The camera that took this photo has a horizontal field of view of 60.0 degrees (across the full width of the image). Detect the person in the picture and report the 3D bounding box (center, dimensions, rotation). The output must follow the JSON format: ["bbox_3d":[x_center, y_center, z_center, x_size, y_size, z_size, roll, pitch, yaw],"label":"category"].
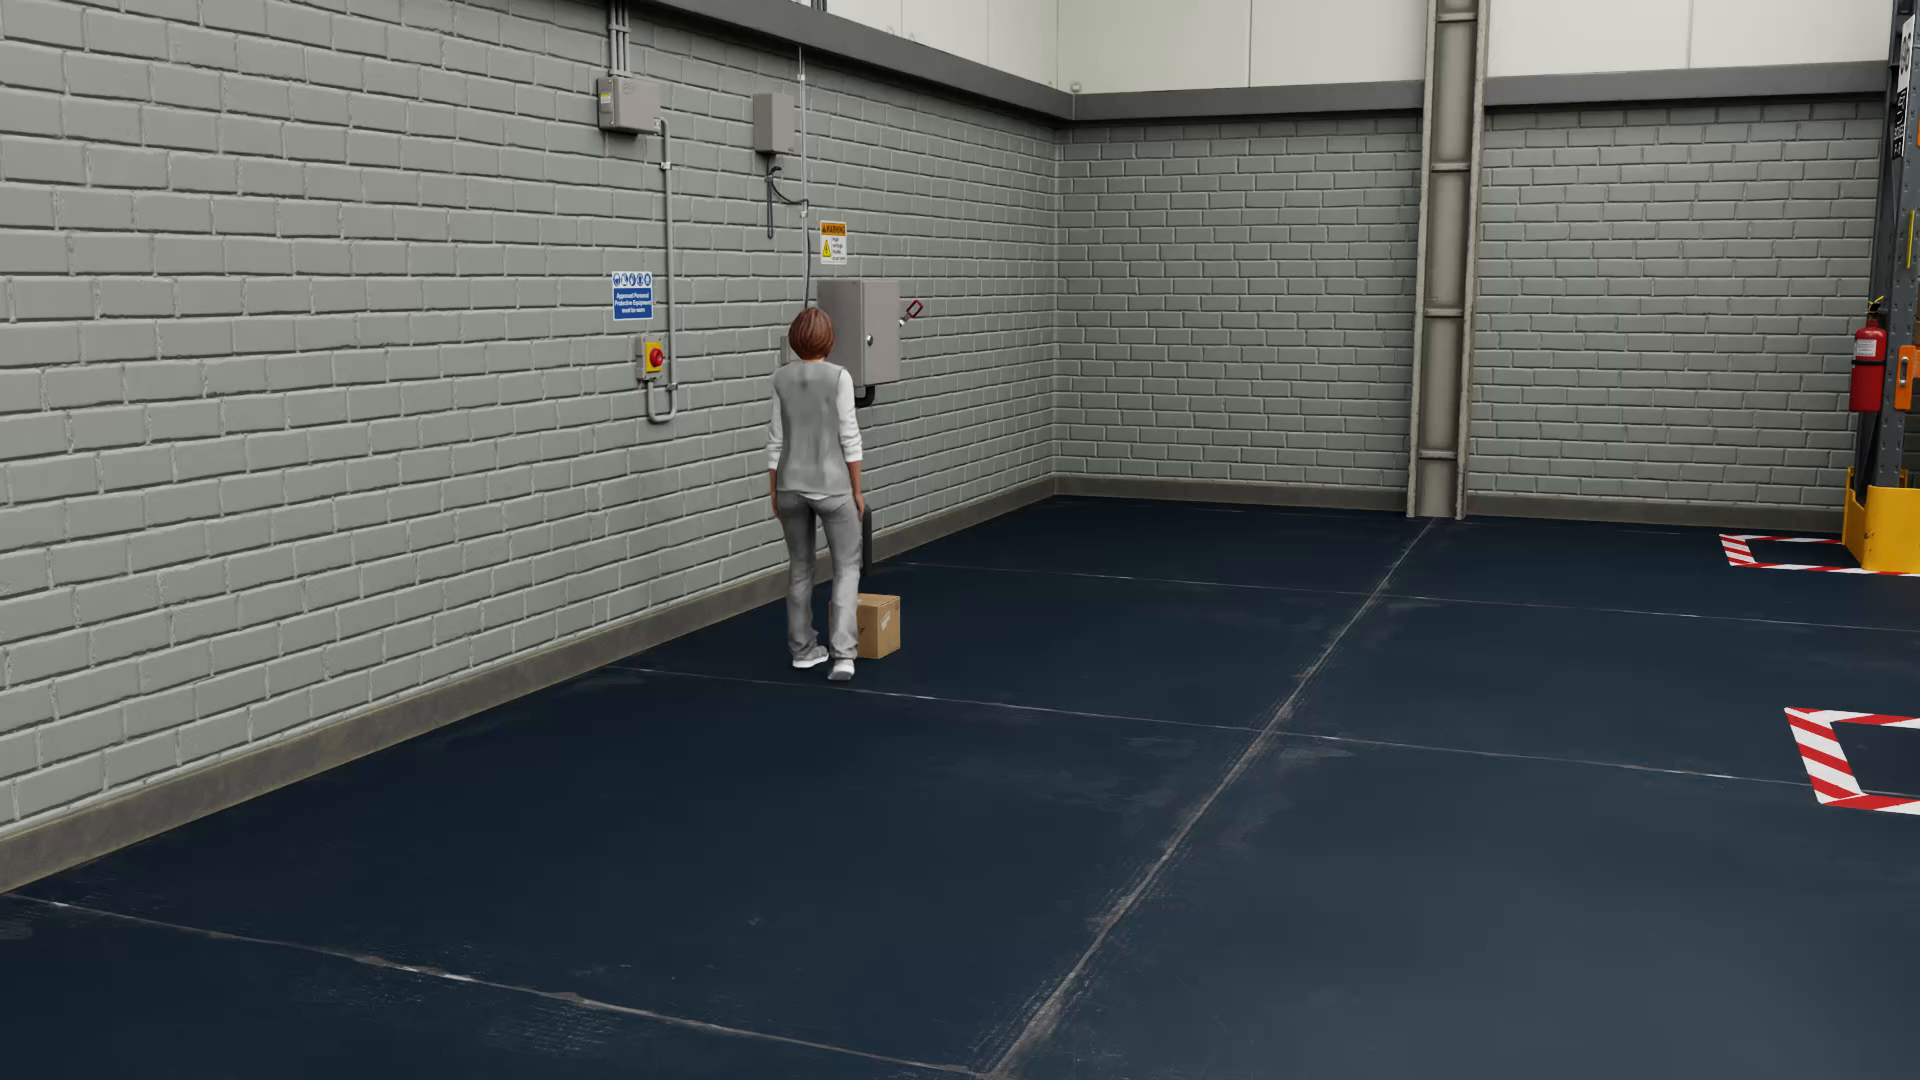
[{"bbox_3d":[-0.607,-0.198,7.206,0.435,1.612,0.505,2,9,15],"label":"person"}]
